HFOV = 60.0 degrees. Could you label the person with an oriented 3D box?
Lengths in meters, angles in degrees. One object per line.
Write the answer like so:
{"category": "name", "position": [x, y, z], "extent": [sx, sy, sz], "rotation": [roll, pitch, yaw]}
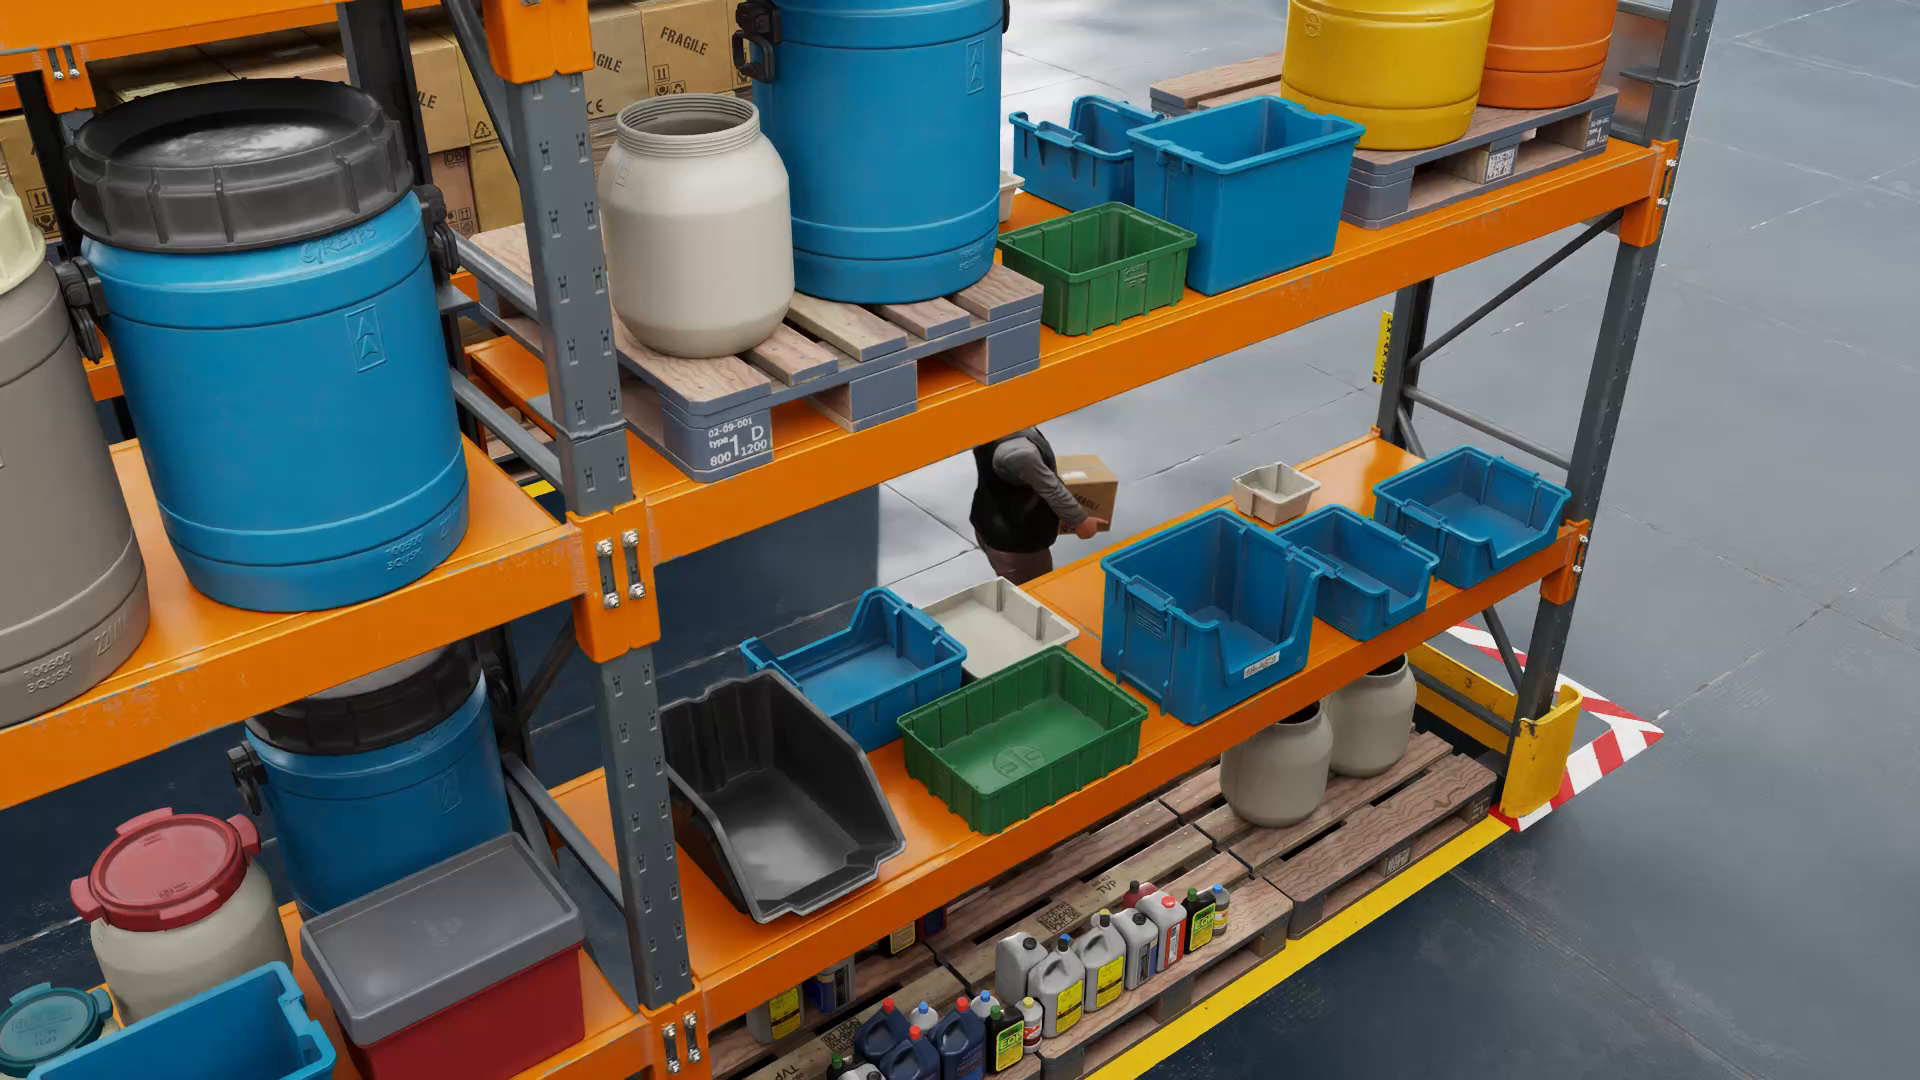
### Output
{"category": "person", "position": [0.324, -0.036, 7.227], "extent": [0.559, 1.711, 0.494], "rotation": [-10, 33, -16]}
